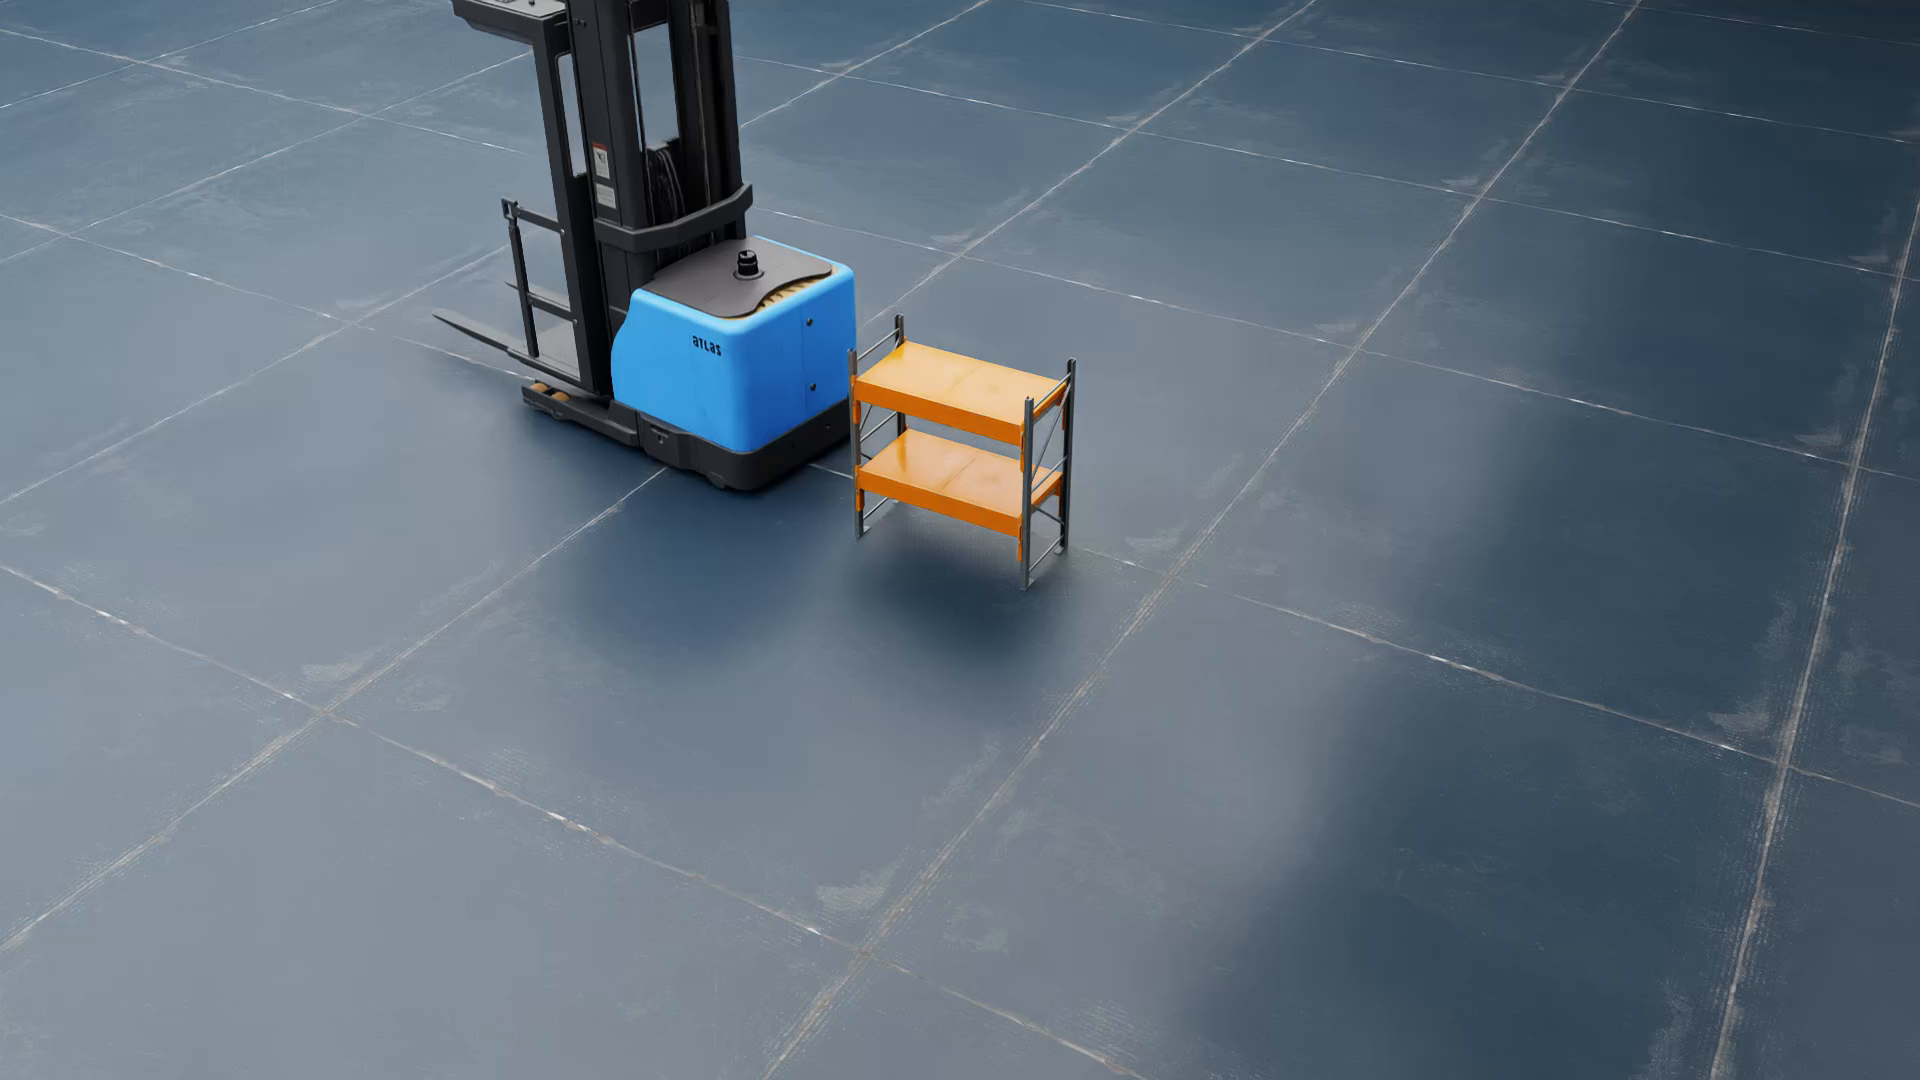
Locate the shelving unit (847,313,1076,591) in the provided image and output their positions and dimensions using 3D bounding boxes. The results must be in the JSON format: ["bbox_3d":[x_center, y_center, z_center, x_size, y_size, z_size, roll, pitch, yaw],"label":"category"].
[{"bbox_3d":[0.006,-0.466,8.706,1.048,1.125,0.538,18,37,24],"label":"shelving unit"}]

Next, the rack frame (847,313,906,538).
[{"bbox_3d":[-0.435,-0.606,8.916,0.032,1.125,0.500,18,37,24],"label":"rack frame"}]

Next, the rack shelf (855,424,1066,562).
[{"bbox_3d":[0.006,-0.263,8.842,1.000,0.278,0.538,18,37,24],"label":"rack shelf"}]

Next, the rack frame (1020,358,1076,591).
[{"bbox_3d":[0.447,-0.327,8.496,0.032,1.125,0.500,18,37,24],"label":"rack frame"}]

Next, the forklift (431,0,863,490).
[{"bbox_3d":[-2.058,-2.157,9.616,3.031,2.935,1.130,23,40,31],"label":"forklift"}]

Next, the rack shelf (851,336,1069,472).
[{"bbox_3d":[0.006,-0.710,8.544,1.000,0.278,0.538,18,37,24],"label":"rack shelf"}]
